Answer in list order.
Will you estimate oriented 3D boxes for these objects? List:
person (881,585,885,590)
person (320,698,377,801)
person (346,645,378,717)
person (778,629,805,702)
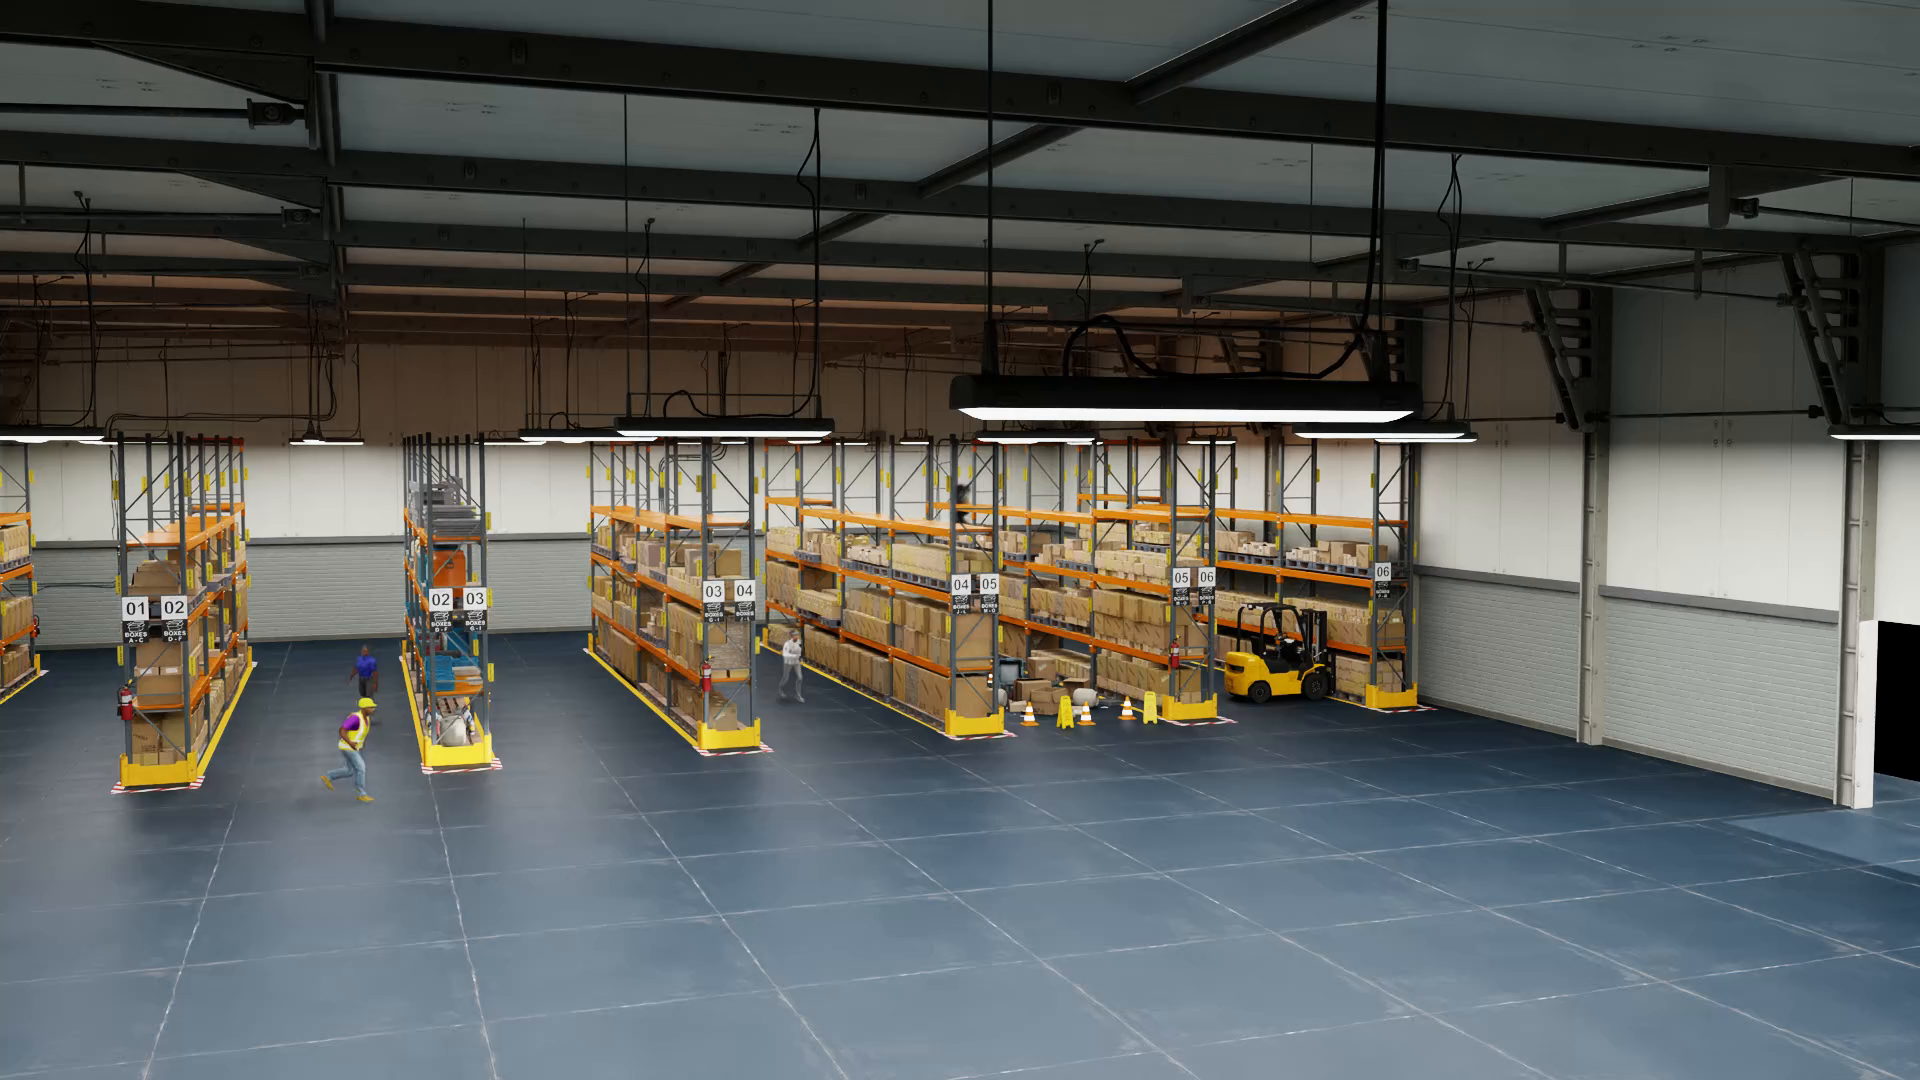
[{"bbox_3d":[-2.085,2.154,48.832,0.809,1.699,0.697,-3,4,-42],"label":"person"},{"bbox_3d":[-9.920,3.404,26.931,0.973,1.708,0.706,0,3,8],"label":"person"},{"bbox_3d":[-12.443,2.988,34.689,0.649,1.637,0.786,1,3,14],"label":"person"},{"bbox_3d":[-3.809,2.816,37.590,0.606,1.659,0.914,-2,4,-36],"label":"person"}]
